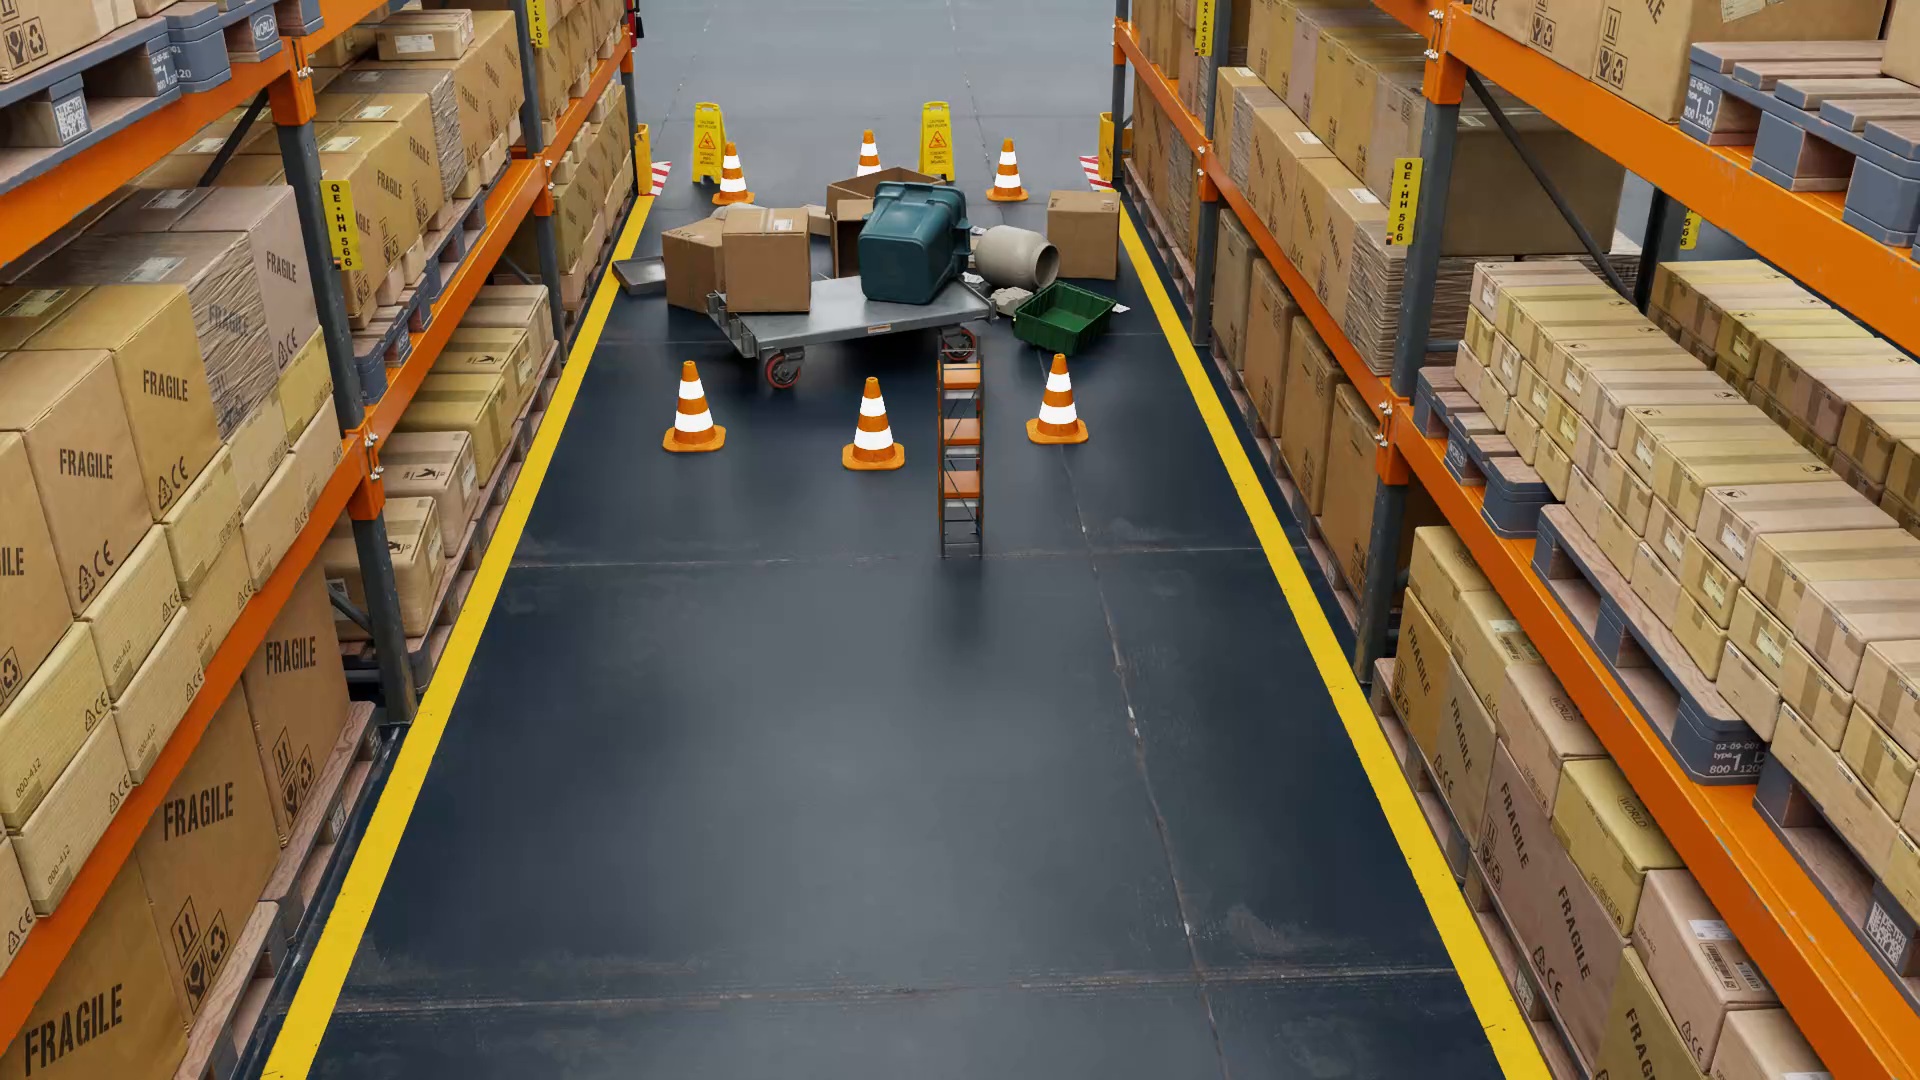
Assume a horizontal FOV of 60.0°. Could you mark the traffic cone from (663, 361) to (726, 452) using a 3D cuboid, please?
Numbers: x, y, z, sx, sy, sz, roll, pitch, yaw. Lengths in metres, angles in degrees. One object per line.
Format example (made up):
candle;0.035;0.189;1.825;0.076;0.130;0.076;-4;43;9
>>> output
traffic cone;-1.488;-0.768;9.223;0.336;0.463;0.334;-1;28;-3

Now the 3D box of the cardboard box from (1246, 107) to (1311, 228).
cardboard box;1.796;-1.929;8.597;0.500;0.500;0.500;-2;28;-3

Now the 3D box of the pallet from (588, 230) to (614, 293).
pallet;-3.088;-2.070;11.990;1.003;0.211;1.213;-1;28;-3

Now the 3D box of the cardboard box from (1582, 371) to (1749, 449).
cardboard box;2.081;-0.387;4.922;0.380;0.149;0.250;0;28;0

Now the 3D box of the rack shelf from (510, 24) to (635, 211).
rack shelf;-3.055;-3.037;11.607;1.077;0.370;4.000;-1;28;-3

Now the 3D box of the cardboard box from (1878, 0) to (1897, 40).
cardboard box;2.541;-1.406;4.350;0.500;0.500;0.500;-1;28;-3

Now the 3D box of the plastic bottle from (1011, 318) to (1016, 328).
plastic bottle;0.466;-1.386;10.842;0.133;0.061;0.283;-17;32;-29

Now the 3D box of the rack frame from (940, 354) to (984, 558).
rack frame;0.009;-0.384;7.852;0.200;1.050;0.008;-1;28;-3

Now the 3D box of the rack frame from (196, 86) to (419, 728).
rack frame;-2.742;-0.585;6.128;1.000;3.000;0.127;-1;28;-3

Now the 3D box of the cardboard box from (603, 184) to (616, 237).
cardboard box;-2.797;-2.399;12.124;0.500;0.250;0.500;-2;28;-4

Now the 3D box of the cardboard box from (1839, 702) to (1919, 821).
cardboard box;2.162;0.474;3.593;0.380;0.149;0.250;0;28;0

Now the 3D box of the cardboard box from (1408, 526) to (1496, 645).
cardboard box;1.990;0.163;6.132;0.500;0.250;0.500;-3;28;-5

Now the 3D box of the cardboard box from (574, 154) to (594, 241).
cardboard box;-2.752;-2.257;11.043;0.500;0.500;0.500;0;28;-1

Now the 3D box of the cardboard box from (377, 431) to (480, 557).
cardboard box;-2.808;-0.208;7.792;0.950;0.372;0.625;-2;28;-4

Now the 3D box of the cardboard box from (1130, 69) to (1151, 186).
cardboard box;1.880;-3.378;13.327;0.875;0.875;0.875;-1;28;-2

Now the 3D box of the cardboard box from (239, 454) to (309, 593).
cardboard box;-2.414;-0.055;5.275;0.500;0.250;0.500;-1;28;-2

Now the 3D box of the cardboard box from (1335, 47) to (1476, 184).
cardboard box;2.126;-1.917;7.492;0.700;0.500;0.500;-2;28;-3

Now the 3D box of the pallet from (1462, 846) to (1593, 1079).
pallet;2.296;1.408;5.321;1.003;0.211;1.213;-1;28;-3

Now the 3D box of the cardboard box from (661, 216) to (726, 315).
cardboard box;-1.648;-1.852;11.259;0.500;0.500;0.500;19;33;32

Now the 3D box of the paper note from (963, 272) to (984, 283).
paper note;0.089;-1.861;11.794;0.172;0.023;0.155;8;29;15

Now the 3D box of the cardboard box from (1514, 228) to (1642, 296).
cardboard box;2.442;-1.009;6.833;0.500;0.500;0.500;-1;28;-2

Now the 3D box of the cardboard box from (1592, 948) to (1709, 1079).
cardboard box;2.088;1.446;4.483;0.500;0.500;0.500;-2;28;-4

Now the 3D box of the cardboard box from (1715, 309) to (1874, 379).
cardboard box;2.704;-0.637;5.402;0.380;0.149;0.250;-1;28;-1

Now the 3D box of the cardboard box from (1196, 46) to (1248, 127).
cardboard box;1.956;-2.835;10.279;0.875;0.550;0.550;-1;28;-3

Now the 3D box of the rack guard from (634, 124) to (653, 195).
rack guard;-3.156;-3.136;13.722;1.175;0.500;0.348;-1;28;-3

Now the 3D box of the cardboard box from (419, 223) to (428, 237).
cardboard box;-2.661;-1.439;7.584;0.380;0.149;0.250;0;28;-1

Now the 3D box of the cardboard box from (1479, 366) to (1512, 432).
cardboard box;2.032;-0.490;5.764;0.380;0.149;0.250;0;28;0

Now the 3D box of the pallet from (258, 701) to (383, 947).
pallet;-2.776;1.018;6.071;1.003;0.211;1.213;-1;28;-3

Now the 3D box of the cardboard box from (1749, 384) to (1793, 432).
cardboard box;2.721;-0.380;5.231;0.380;0.149;0.250;-1;28;-3

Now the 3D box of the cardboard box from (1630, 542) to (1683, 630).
cardboard box;2.101;0.118;4.597;0.380;0.149;0.250;-2;28;-4

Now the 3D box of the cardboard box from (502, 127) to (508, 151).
cardboard box;-2.652;-2.154;8.953;0.380;0.149;0.250;-2;28;-4

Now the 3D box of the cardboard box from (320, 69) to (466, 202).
cardboard box;-2.621;-1.877;7.722;0.500;0.500;0.500;-2;28;-5

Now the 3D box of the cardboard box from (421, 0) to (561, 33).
cardboard box;-2.757;-3.260;9.746;0.700;0.500;0.500;-2;28;-3

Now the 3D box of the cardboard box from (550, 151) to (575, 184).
cardboard box;-2.659;-2.357;10.533;0.380;0.149;0.250;-1;28;-2

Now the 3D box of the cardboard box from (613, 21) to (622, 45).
cardboard box;-2.803;-3.886;12.729;0.380;0.149;0.250;-2;28;-3

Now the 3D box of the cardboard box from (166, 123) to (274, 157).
cardboard box;-3.081;-1.389;6.785;0.500;0.500;0.500;-2;28;-3

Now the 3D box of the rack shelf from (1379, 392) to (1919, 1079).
rack shelf;2.300;0.492;4.842;1.077;0.370;4.000;-1;28;-3

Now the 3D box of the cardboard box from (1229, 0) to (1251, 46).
cardboard box;2.002;-3.315;10.032;0.875;0.550;0.550;-1;28;-3

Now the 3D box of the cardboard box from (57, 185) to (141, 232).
cardboard box;-2.960;-0.839;5.425;0.500;0.500;0.500;-2;28;-4

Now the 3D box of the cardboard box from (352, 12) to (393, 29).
cardboard box;-3.213;-2.571;9.052;0.500;0.500;0.500;-1;28;-1

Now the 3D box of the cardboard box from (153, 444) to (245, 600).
cardboard box;-2.385;-0.050;4.723;0.500;0.250;0.500;-2;28;-4

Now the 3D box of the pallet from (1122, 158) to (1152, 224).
pallet;1.898;-2.842;13.470;1.003;0.211;1.213;-1;28;-3

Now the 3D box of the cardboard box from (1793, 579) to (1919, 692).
cardboard box;2.149;0.212;3.773;0.380;0.149;0.250;-1;28;-3

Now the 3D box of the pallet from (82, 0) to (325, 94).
pallet;-2.655;-1.535;4.910;1.213;0.211;1.003;0;28;0

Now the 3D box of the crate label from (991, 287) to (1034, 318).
crate label;0.352;-1.599;11.168;0.298;0.136;0.250;-23;35;-37

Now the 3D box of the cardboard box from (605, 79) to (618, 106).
cardboard box;-2.771;-3.335;12.407;0.380;0.149;0.250;-1;28;-1

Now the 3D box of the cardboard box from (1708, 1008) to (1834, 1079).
cardboard box;2.113;1.348;3.860;0.500;0.250;0.500;-2;28;-4

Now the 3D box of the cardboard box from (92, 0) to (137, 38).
cardboard box;-2.321;-1.414;4.165;0.396;0.266;0.258;-2;28;-4

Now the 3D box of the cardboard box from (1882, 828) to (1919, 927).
cardboard box;2.172;0.723;3.438;0.380;0.149;0.250;-1;28;-2

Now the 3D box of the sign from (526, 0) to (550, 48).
sign;-2.397;-2.960;9.430;0.100;0.325;0.005;-1;28;-3

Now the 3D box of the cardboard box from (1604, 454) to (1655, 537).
cardboard box;2.089;-0.135;4.761;0.380;0.149;0.250;-2;28;-3

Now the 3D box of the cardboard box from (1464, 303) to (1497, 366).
cardboard box;2.021;-0.730;5.901;0.380;0.149;0.250;0;28;0

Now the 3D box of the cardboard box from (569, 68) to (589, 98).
cardboard box;-2.704;-3.065;11.154;0.380;0.149;0.250;-1;28;-2

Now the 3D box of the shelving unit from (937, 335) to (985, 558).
shelving unit;0.003;-0.441;7.960;0.215;1.050;0.252;-1;28;-3

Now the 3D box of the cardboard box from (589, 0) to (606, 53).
cardboard box;-2.812;-3.749;11.765;0.500;0.500;0.500;-2;28;-3

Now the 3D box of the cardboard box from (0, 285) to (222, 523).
cardboard box;-2.400;-0.374;4.534;0.500;0.500;0.500;-1;28;-3

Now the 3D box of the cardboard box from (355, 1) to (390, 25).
cardboard box;-3.279;-2.856;8.897;0.380;0.149;0.250;-1;28;-3
